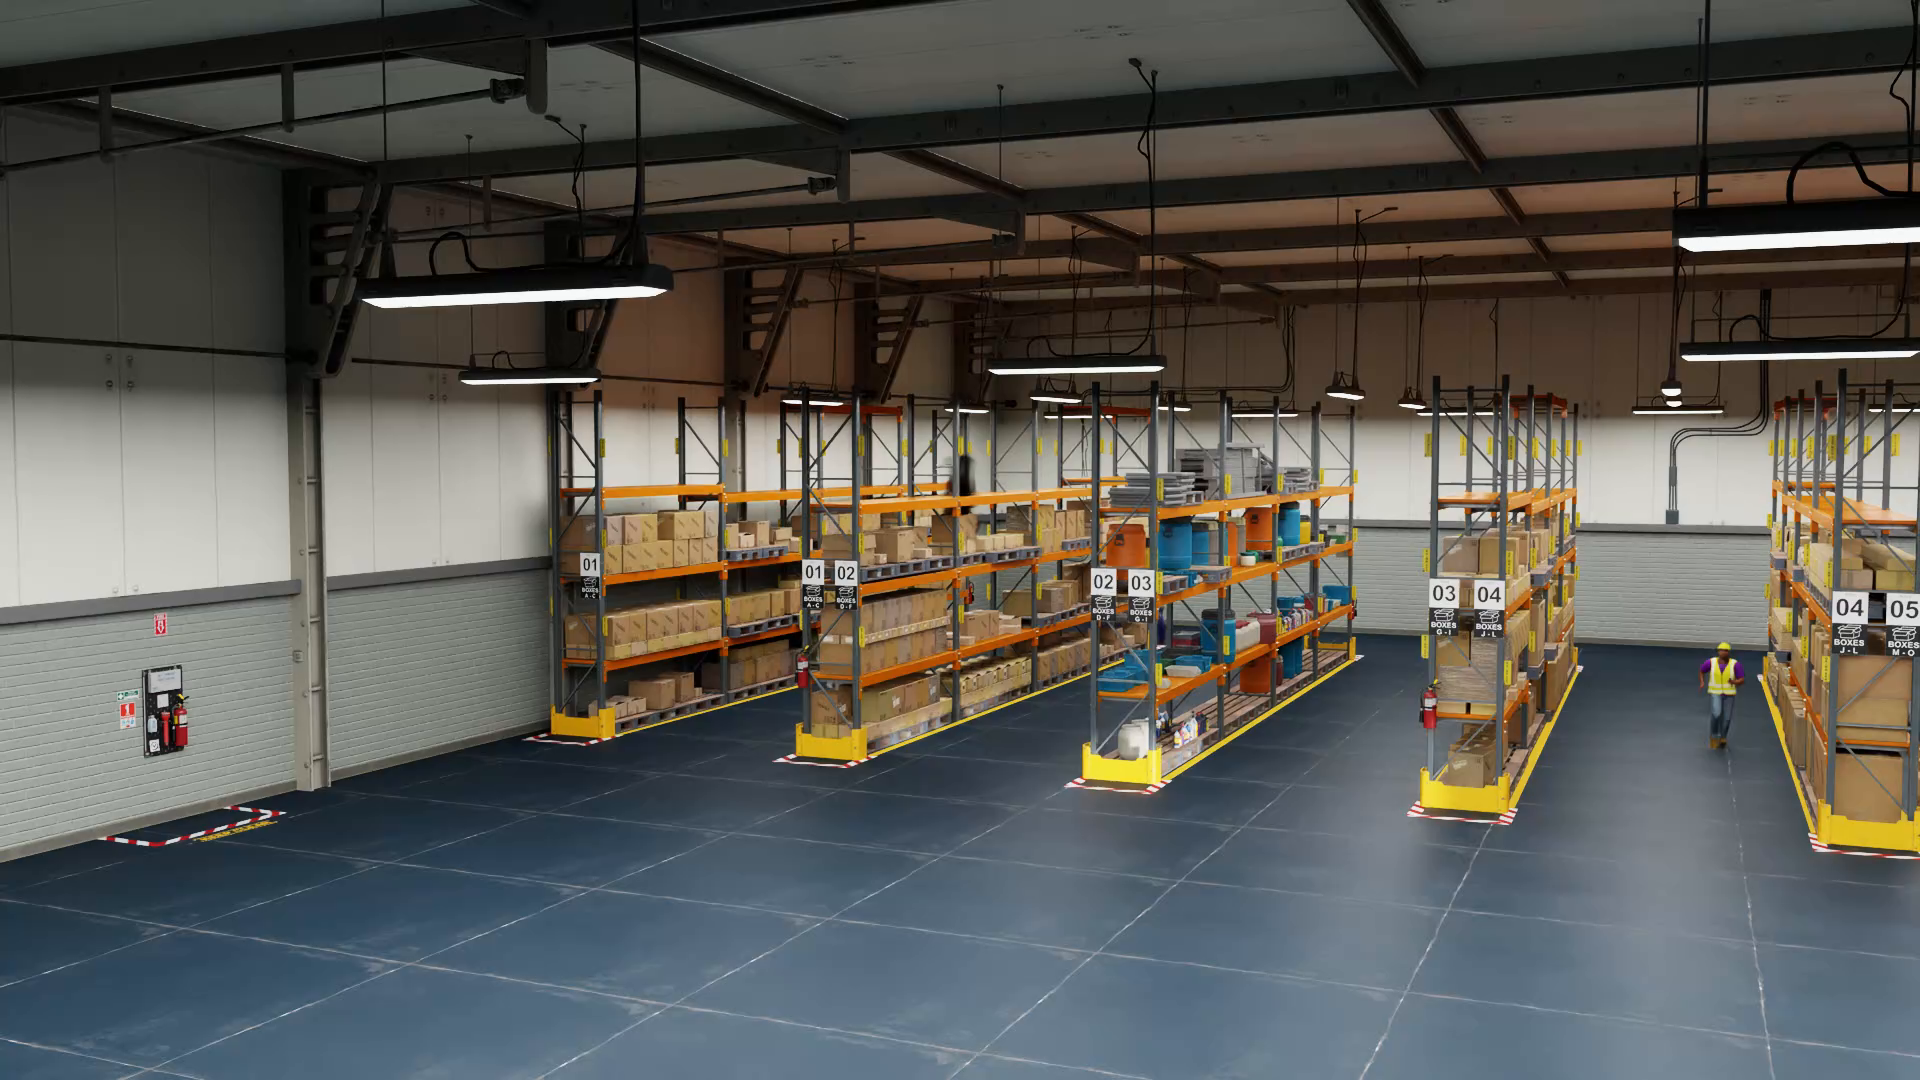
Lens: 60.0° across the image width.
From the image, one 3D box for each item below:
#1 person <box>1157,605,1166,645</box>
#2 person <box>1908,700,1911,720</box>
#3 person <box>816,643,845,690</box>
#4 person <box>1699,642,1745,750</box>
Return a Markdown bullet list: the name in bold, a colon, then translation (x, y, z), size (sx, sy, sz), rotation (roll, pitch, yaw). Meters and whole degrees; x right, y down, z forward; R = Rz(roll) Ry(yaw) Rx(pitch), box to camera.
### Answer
- **person**: translation (4.969, 1.860, 42.498), size (0.771, 1.630, 0.608), rotation (2, 4, 28)
- **person**: translation (17.291, 2.449, 30.436), size (0.652, 1.746, 0.975), rotation (1, 3, 22)
- **person**: translation (-2.280, 2.454, 30.506), size (0.629, 1.730, 1.011), rotation (1, 3, 17)
- **person**: translation (12.678, 2.594, 27.668), size (0.667, 1.789, 0.727), rotation (1, 3, 17)
